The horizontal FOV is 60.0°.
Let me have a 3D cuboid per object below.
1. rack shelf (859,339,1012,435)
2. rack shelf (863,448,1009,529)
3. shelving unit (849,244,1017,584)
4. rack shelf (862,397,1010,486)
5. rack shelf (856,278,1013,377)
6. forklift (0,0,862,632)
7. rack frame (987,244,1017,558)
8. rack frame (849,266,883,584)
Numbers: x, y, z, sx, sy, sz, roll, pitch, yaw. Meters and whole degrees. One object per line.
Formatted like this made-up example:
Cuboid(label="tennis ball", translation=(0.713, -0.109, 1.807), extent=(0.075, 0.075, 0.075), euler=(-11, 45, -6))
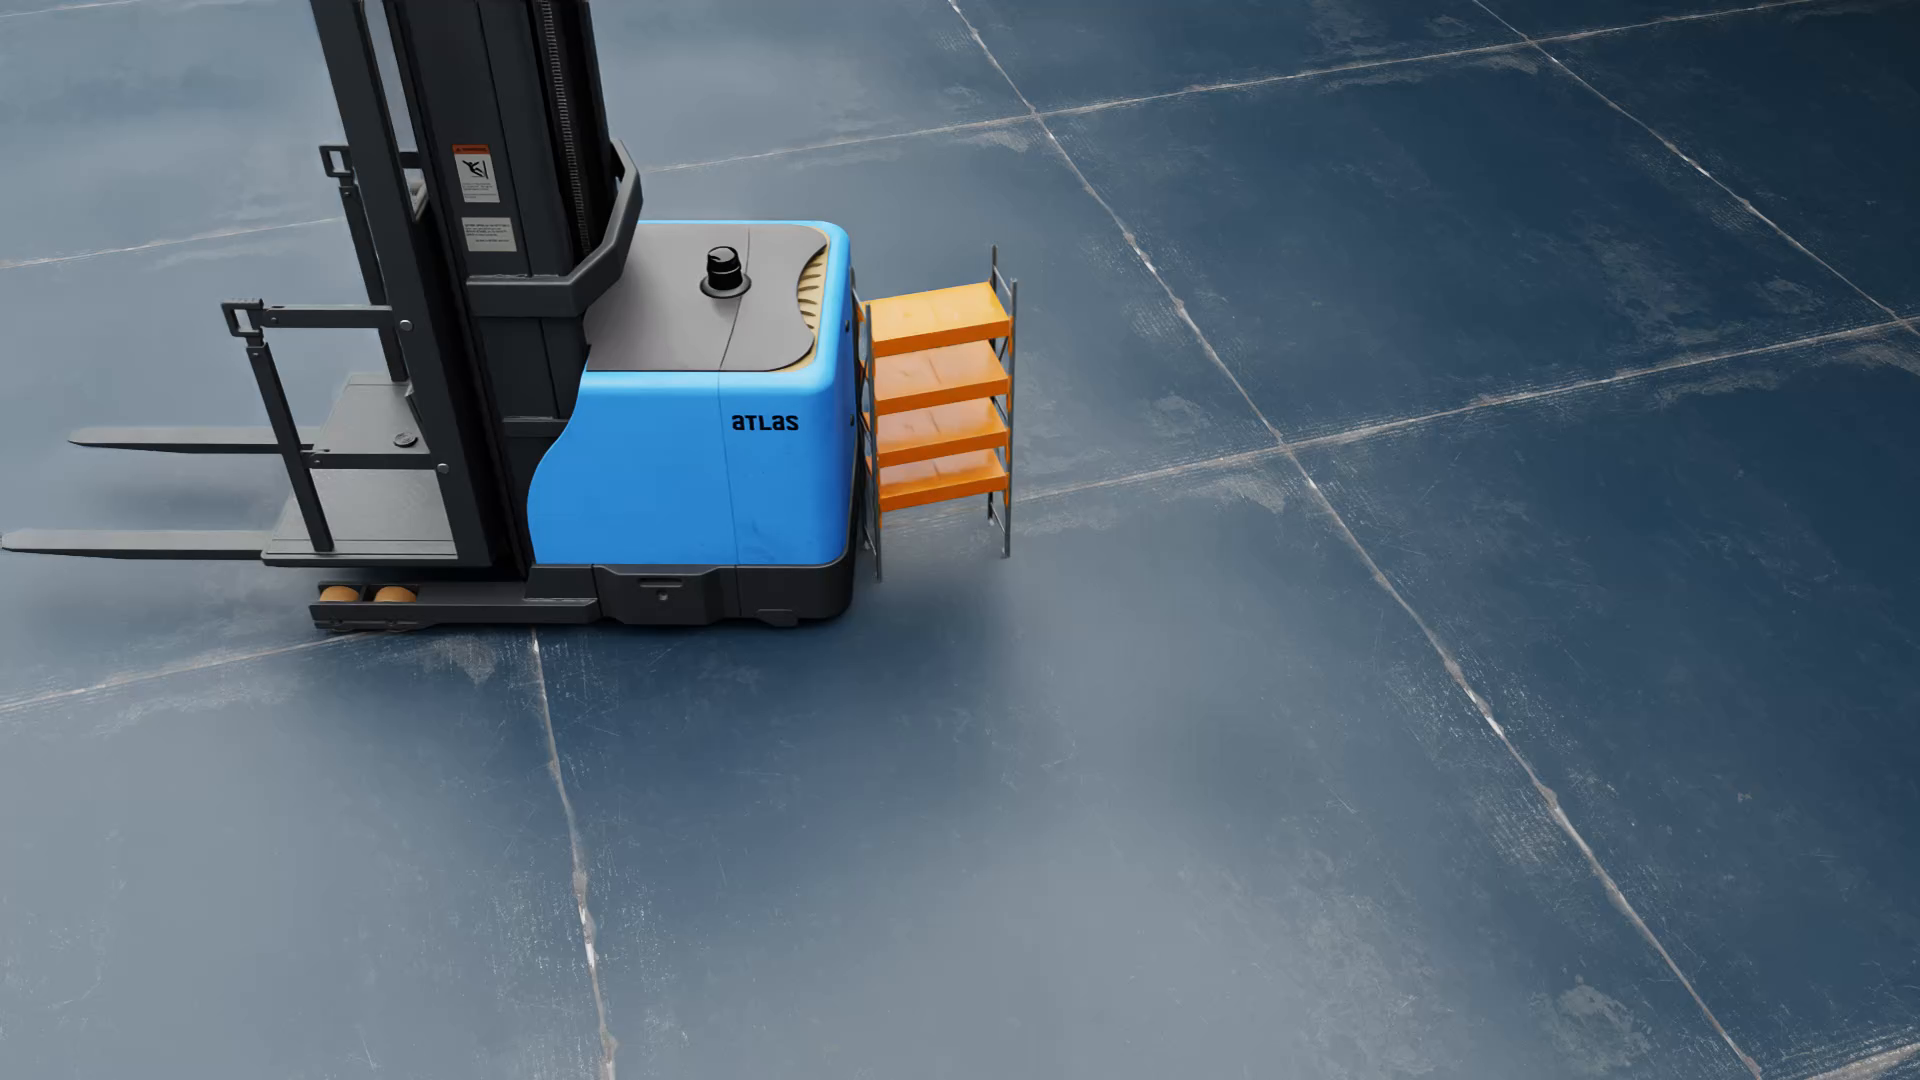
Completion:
Cuboid(label="rack shelf", translation=(-0.089, -0.533, 5.710), extent=(0.480, 0.148, 0.258), euler=(-11, 42, -12))
Cuboid(label="rack shelf", translation=(-0.089, -0.215, 5.988), extent=(0.480, 0.148, 0.258), euler=(-11, 42, -12))
Cuboid(label="shelving unit", translation=(-0.089, -0.415, 5.813), extent=(0.503, 1.200, 0.258), euler=(-11, 42, -12))
Cuboid(label="rack shelf", translation=(-0.089, -0.365, 5.858), extent=(0.480, 0.148, 0.258), euler=(-11, 42, -12))
Cuboid(label="rack shelf", translation=(-0.089, -0.711, 5.555), extent=(0.480, 0.148, 0.258), euler=(-11, 42, -12))
Cuboid(label="forklift", translation=(-1.897, -1.127, 5.312), extent=(3.031, 2.935, 1.130), euler=(0, 41, 0))
Cuboid(label="rack frame", translation=(0.145, -0.460, 5.865), extent=(0.015, 1.200, 0.240), euler=(-11, 42, -12))
Cuboid(label="rack frame", translation=(-0.324, -0.370, 5.762), extent=(0.015, 1.200, 0.240), euler=(-11, 42, -12))
